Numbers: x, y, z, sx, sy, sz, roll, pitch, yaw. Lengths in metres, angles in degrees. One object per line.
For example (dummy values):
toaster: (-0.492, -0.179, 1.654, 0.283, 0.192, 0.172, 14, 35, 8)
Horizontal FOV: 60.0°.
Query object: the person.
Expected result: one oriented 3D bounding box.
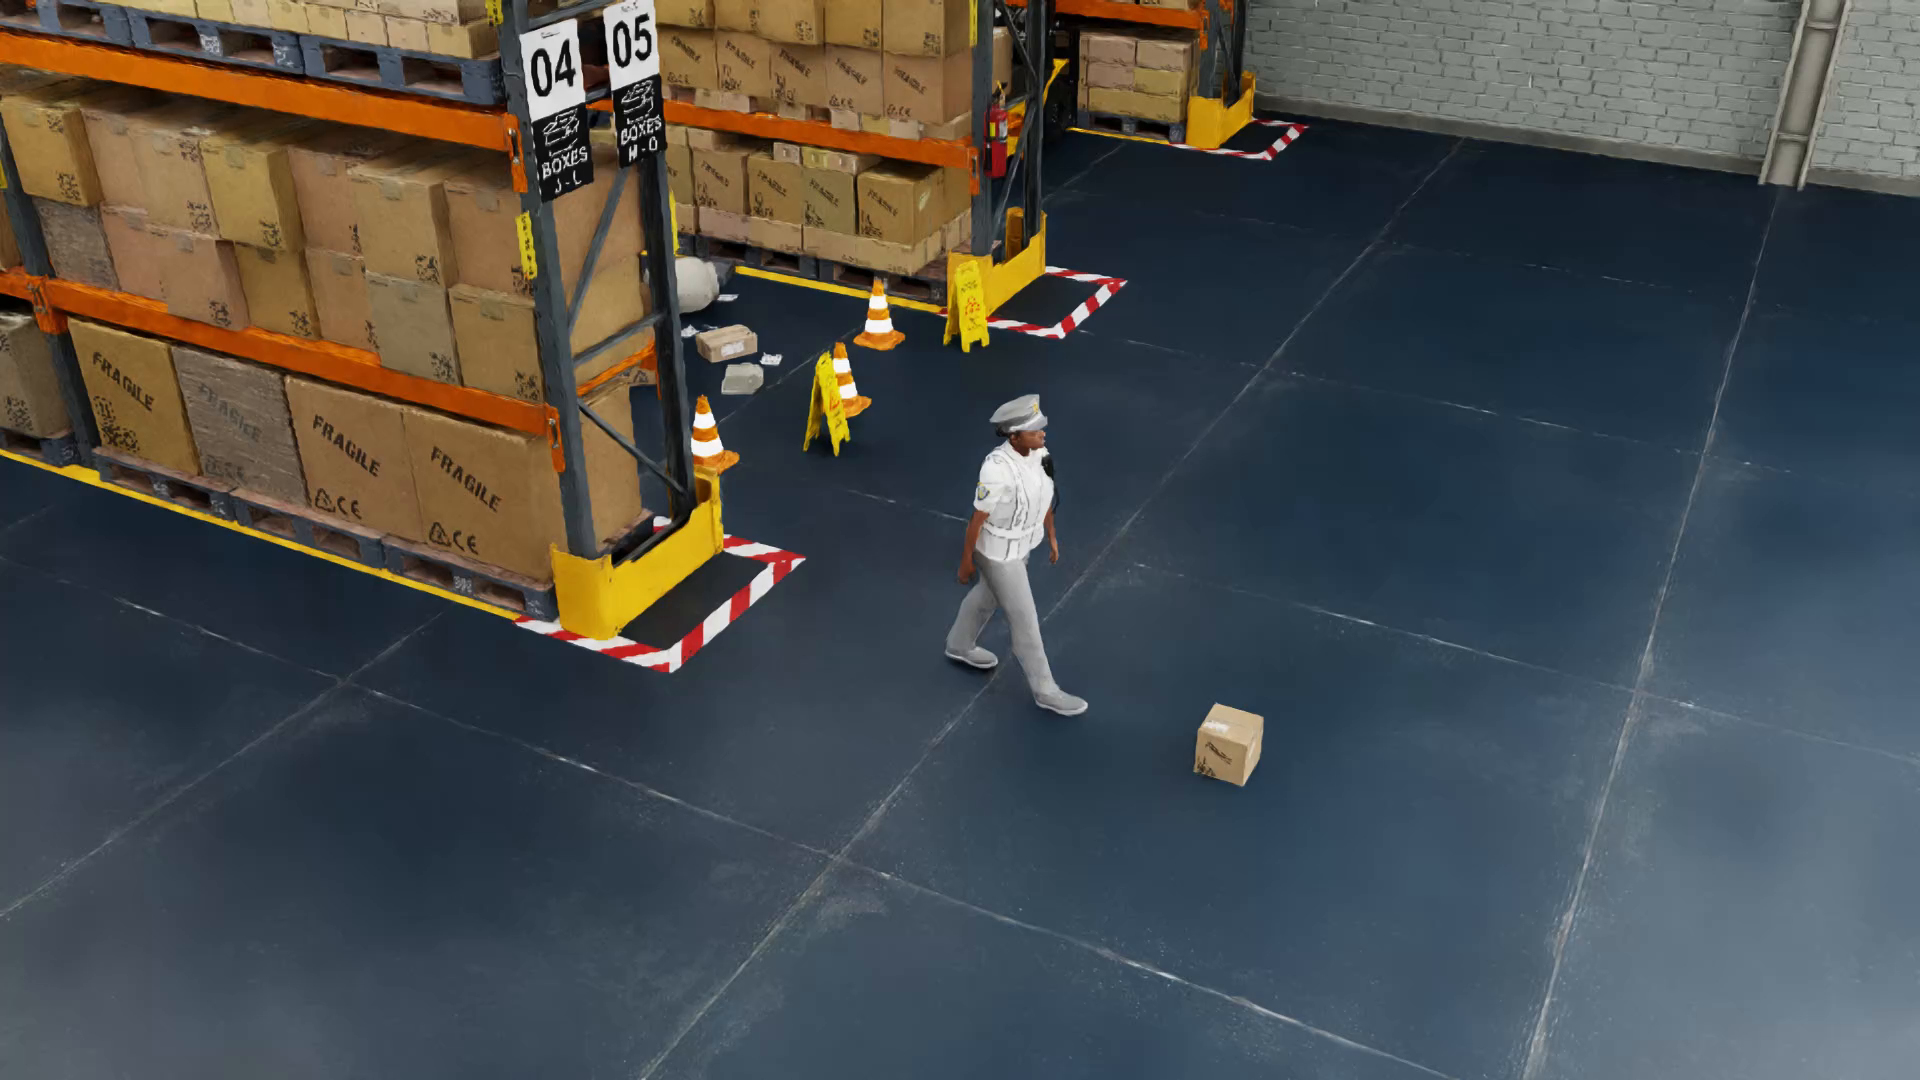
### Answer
person: (0.305, 0.026, 8.211, 0.915, 1.636, 0.519, 19, 35, 29)
